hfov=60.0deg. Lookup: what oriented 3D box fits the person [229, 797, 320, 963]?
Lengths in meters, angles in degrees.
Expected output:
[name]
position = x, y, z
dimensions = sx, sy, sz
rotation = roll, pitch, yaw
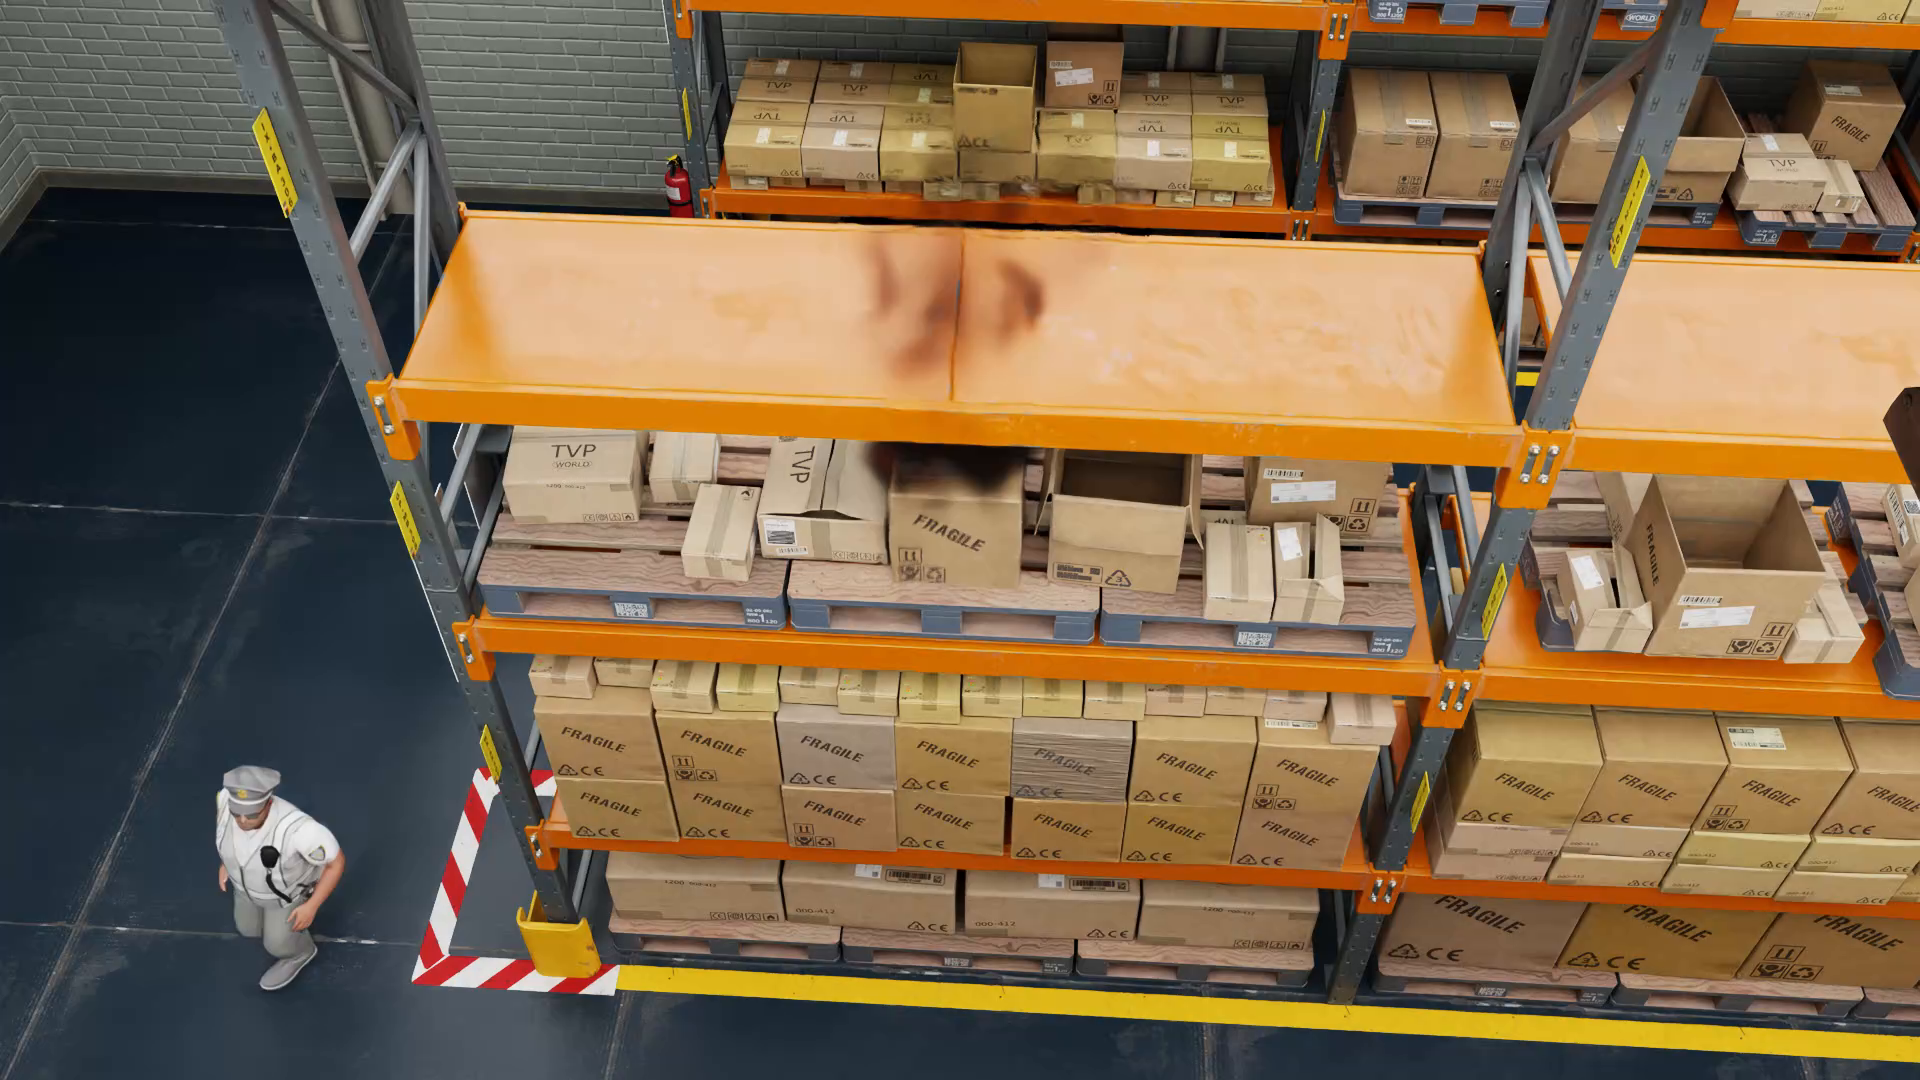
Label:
[person]
position = -3.326, 1.625, 8.151
dimensions = 0.535, 1.529, 0.527
rotation = 17, 50, 15
